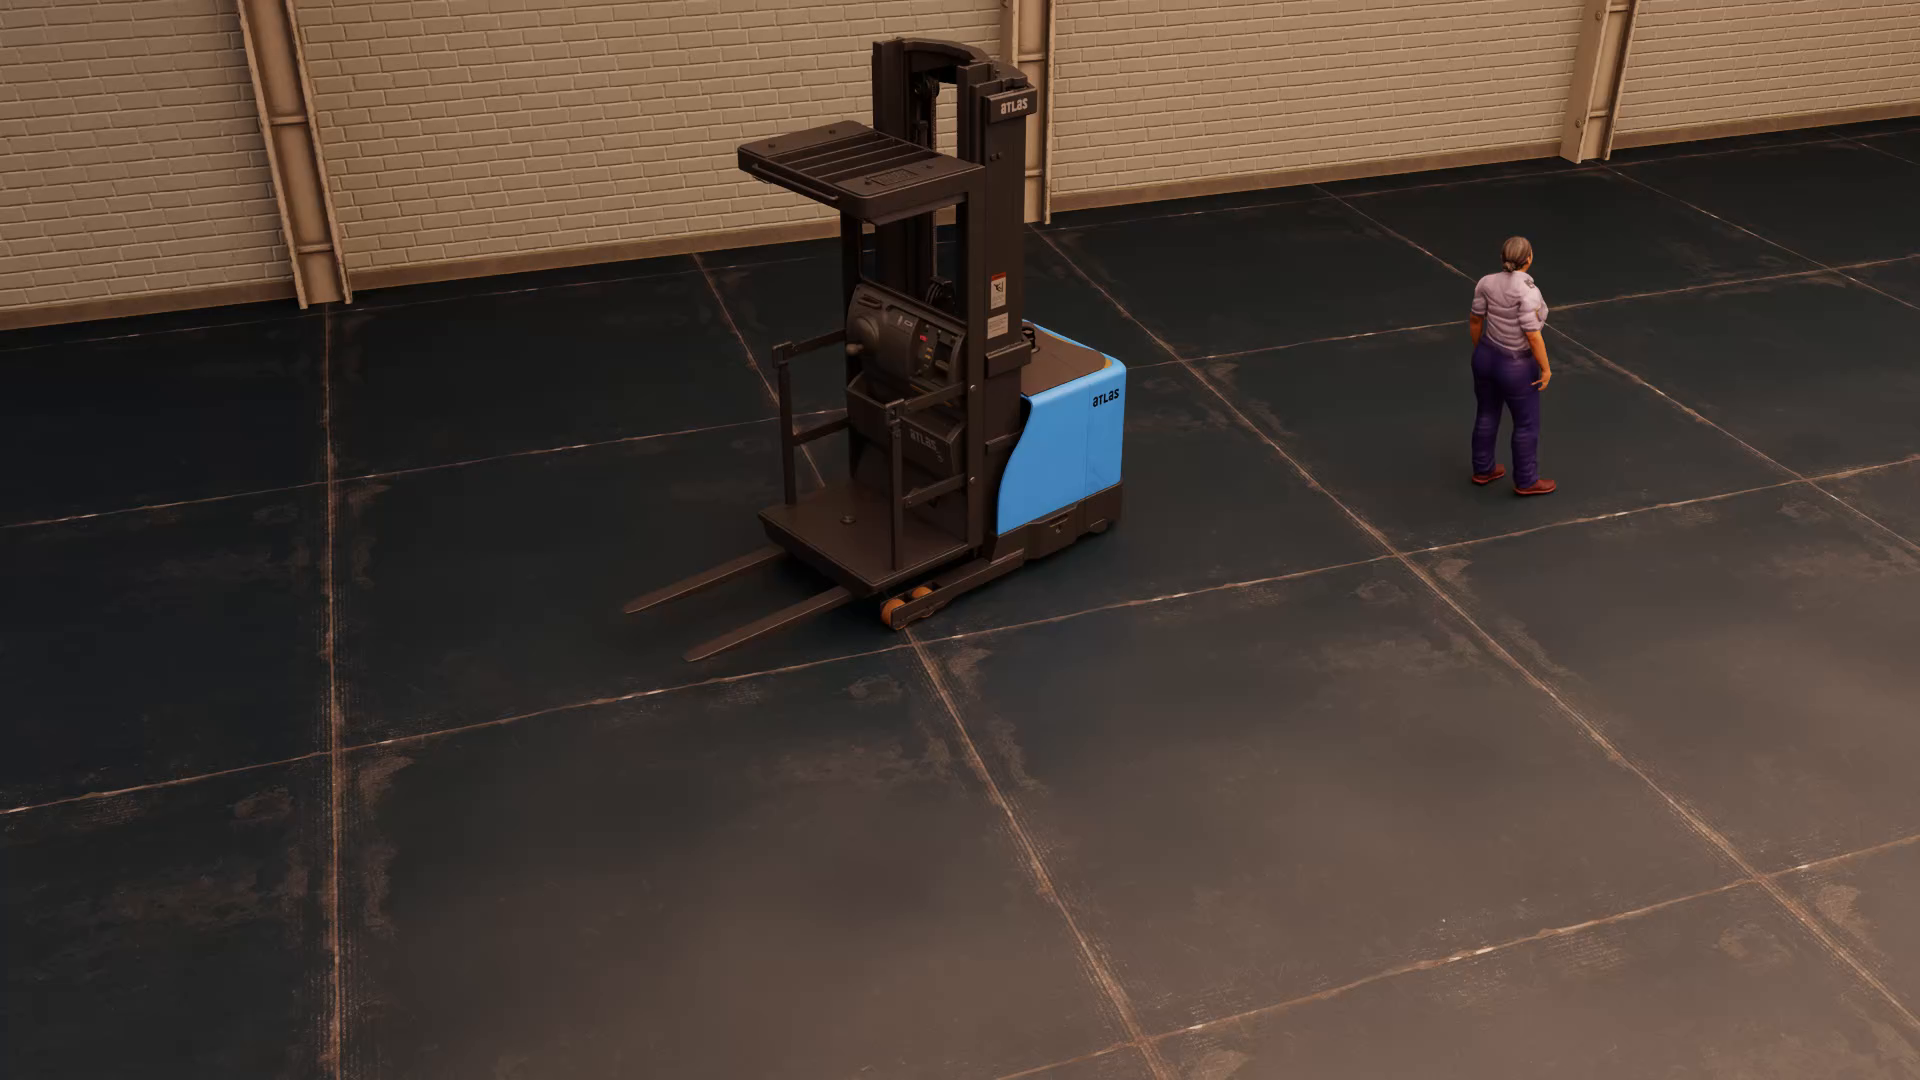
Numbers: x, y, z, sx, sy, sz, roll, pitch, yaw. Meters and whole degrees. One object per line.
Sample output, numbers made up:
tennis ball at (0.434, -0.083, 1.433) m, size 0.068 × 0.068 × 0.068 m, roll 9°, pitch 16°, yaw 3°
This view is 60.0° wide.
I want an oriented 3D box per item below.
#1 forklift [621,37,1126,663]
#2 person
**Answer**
forklift at (-0.461, -1.072, 8.951) m, size 3.031 × 2.935 × 1.130 m, roll -23°, pitch 37°, yaw -34°
person at (3.443, -1.086, 10.259) m, size 0.502 × 1.640 × 0.598 m, roll -18°, pitch 35°, yaw -29°
